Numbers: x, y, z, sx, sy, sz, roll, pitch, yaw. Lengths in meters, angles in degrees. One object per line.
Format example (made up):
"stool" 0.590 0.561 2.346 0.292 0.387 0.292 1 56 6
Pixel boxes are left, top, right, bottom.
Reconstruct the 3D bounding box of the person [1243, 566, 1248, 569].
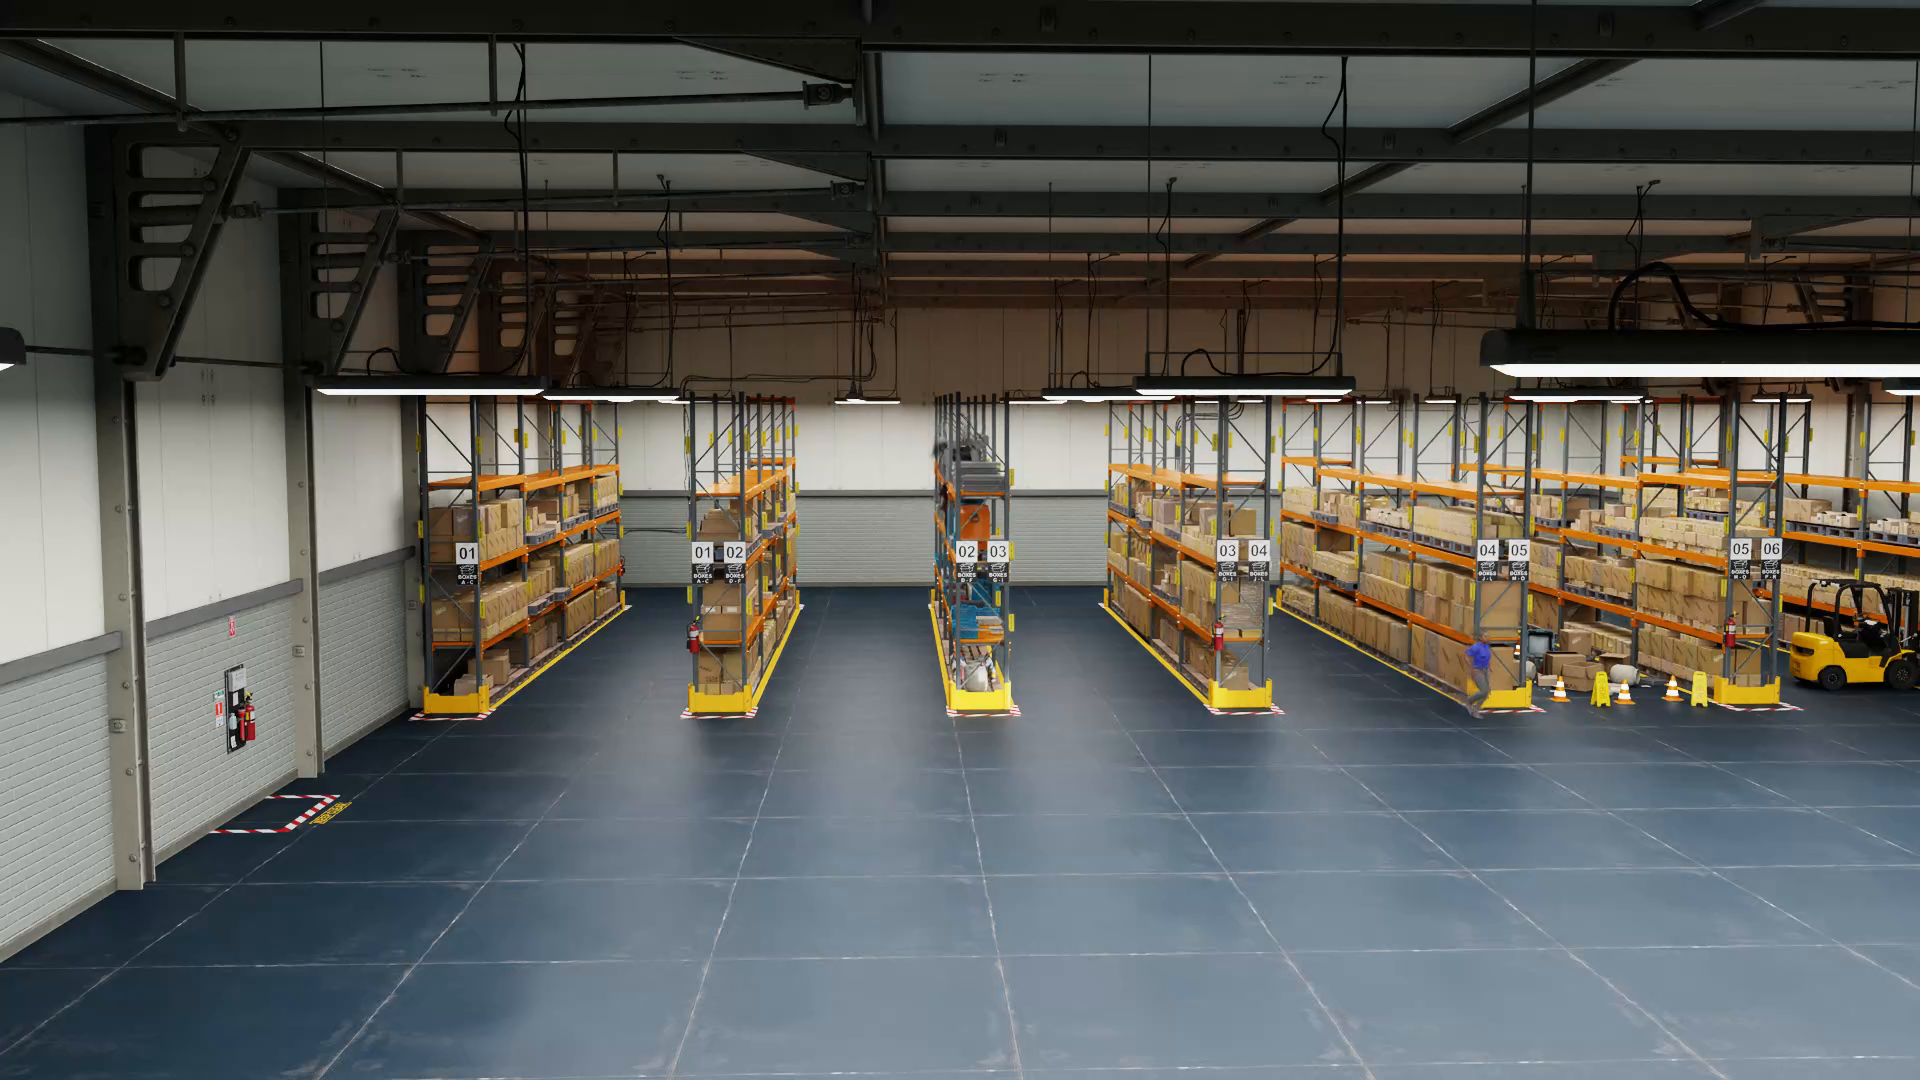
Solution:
"person" 7.889 1.067 47.909 0.622 1.680 0.641 4 6 42

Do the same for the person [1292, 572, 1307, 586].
"person" 10.074 1.007 49.040 0.550 1.588 0.751 1 5 15

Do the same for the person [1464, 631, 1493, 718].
"person" 9.574 2.477 30.613 0.590 1.632 0.508 -3 6 -36
